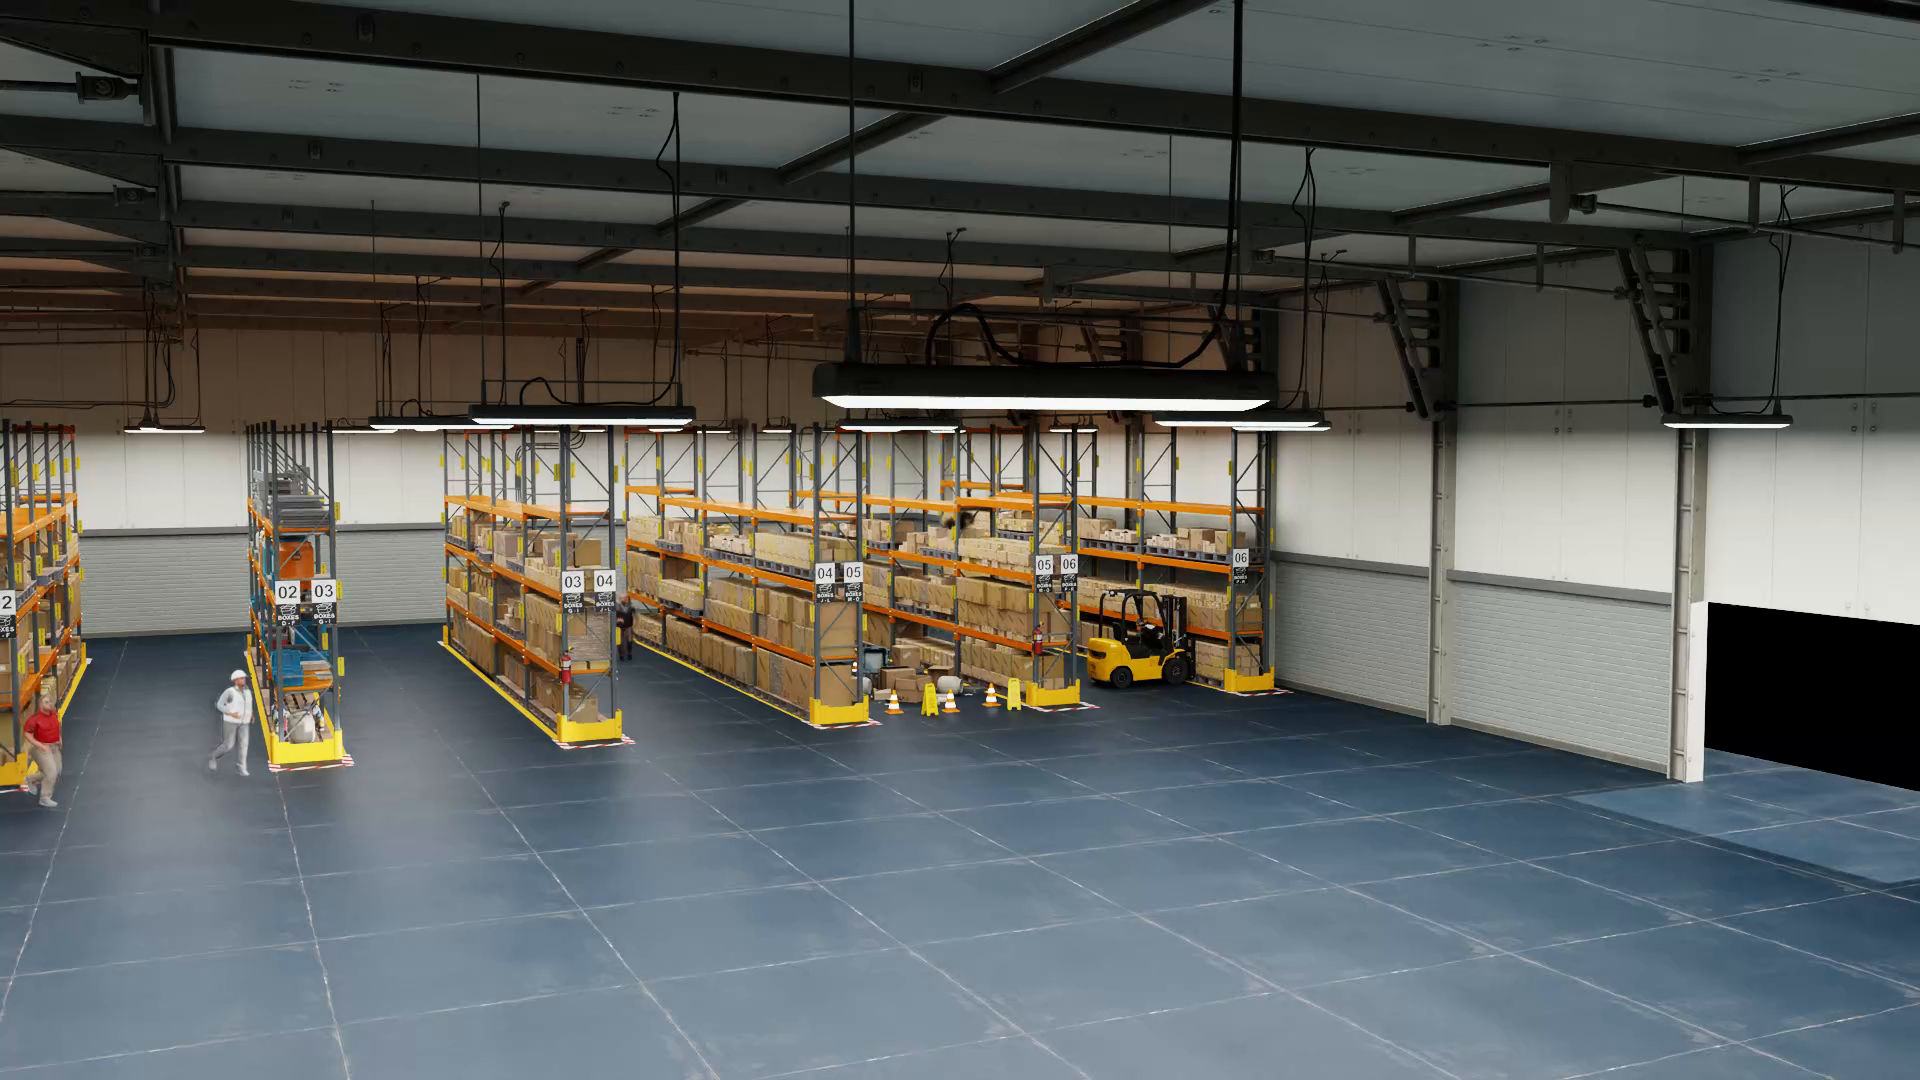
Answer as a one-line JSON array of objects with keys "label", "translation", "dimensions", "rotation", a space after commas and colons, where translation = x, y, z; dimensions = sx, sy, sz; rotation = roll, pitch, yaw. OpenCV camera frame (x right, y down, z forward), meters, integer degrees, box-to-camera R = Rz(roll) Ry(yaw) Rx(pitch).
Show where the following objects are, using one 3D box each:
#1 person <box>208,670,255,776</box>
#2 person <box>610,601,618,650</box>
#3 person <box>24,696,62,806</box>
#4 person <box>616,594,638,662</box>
[{"label": "person", "translation": [-12.231, 3.081, 28.201], "dimensions": [0.936, 1.735, 0.718], "rotation": [2, 4, 32]}, {"label": "person", "translation": [-9.366, 2.136, 44.292], "dimensions": [0.588, 1.670, 0.931], "rotation": [-1, 4, -21]}, {"label": "person", "translation": [-14.274, 3.273, 25.840], "dimensions": [0.641, 1.716, 0.678], "rotation": [1, 4, 11]}, {"label": "person", "translation": [-8.488, 2.243, 42.175], "dimensions": [0.685, 1.742, 0.692], "rotation": [-1, 4, -20]}]
